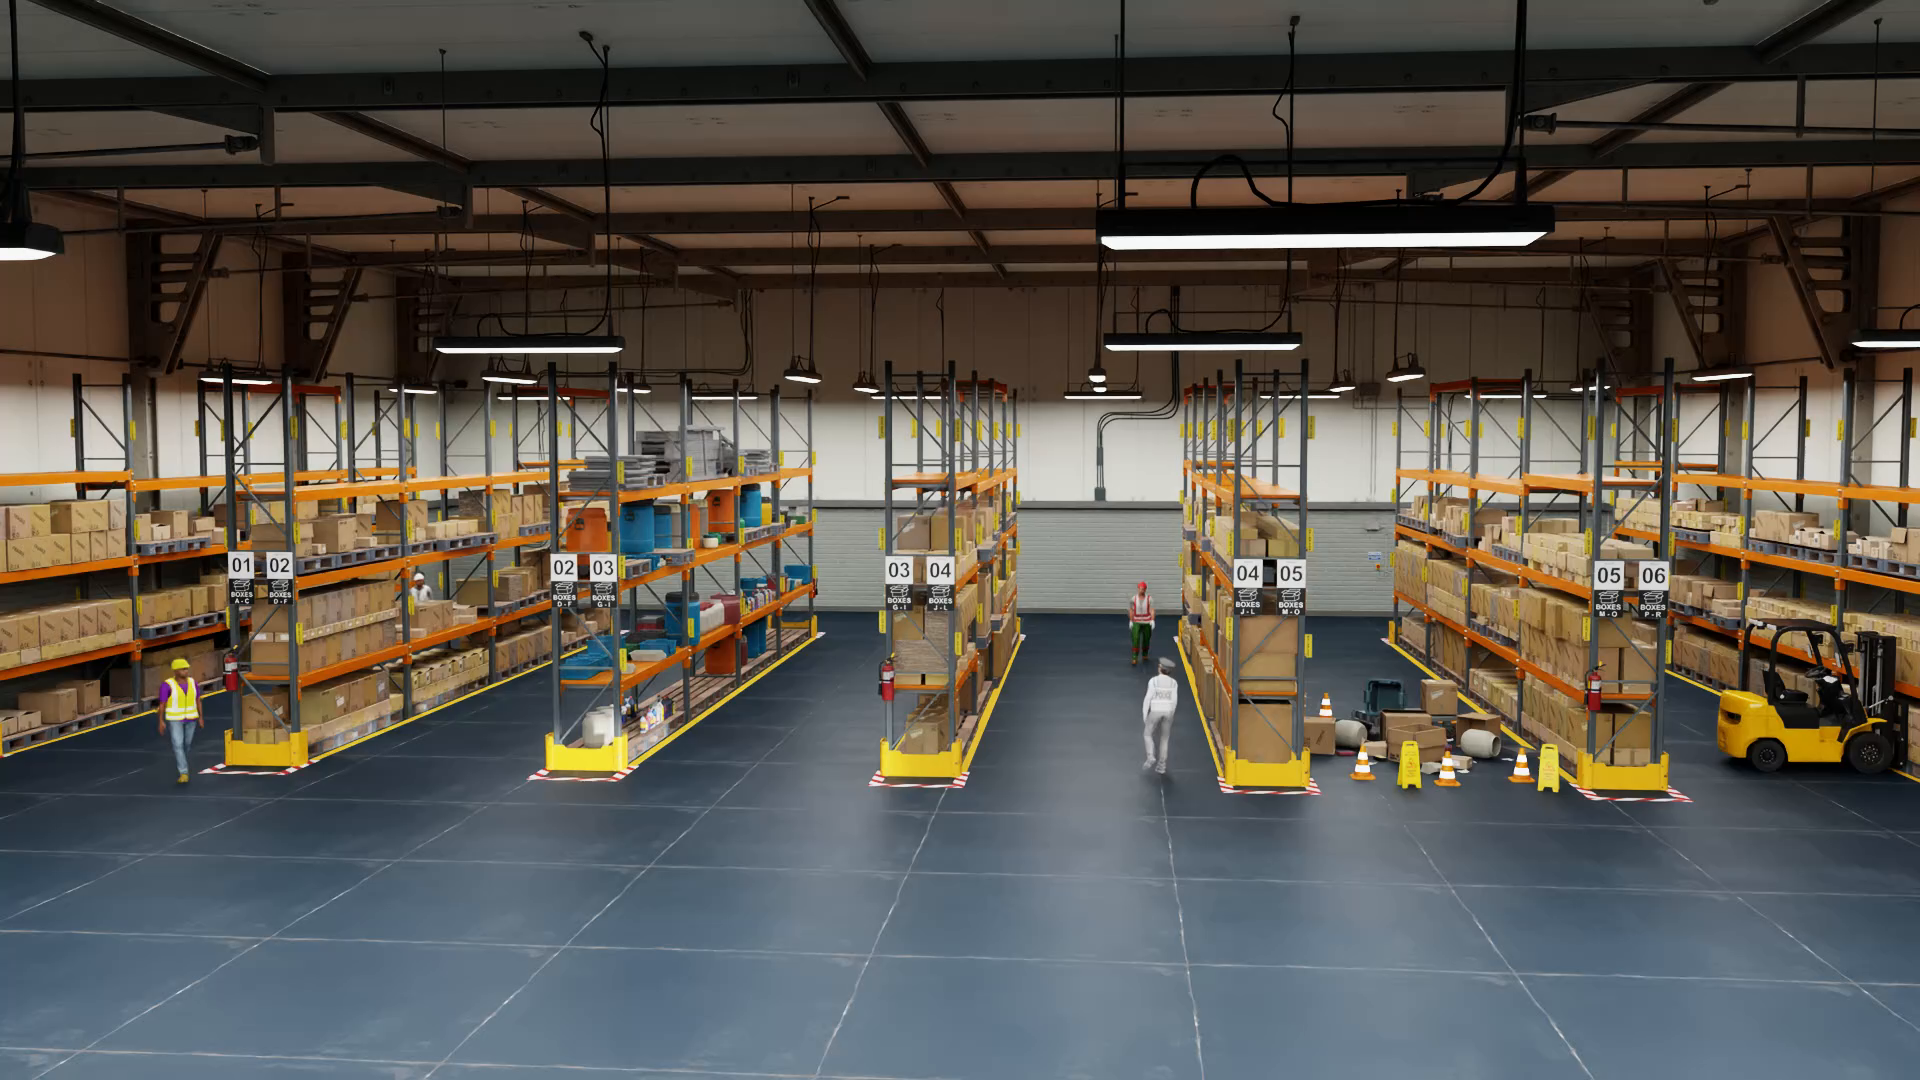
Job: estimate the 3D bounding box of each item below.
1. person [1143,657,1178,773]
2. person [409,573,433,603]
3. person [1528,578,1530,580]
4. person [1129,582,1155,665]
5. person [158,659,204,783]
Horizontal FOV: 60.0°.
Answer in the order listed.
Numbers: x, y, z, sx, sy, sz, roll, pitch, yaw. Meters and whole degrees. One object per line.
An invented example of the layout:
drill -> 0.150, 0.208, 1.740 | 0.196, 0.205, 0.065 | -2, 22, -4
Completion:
person -> 2.924, 2.560, 24.307 | 0.551, 1.672, 0.491 | 0, 4, -6
person -> -12.351, 1.621, 38.195 | 0.546, 1.733, 0.948 | 0, 4, 2
person -> 12.862, 1.628, 37.734 | 0.598, 1.790, 0.443 | -3, 5, -40
person -> 3.894, 1.765, 35.579 | 0.552, 1.719, 1.054 | 0, 4, 7
person -> -11.095, 2.553, 23.743 | 0.611, 1.704, 1.009 | -3, 5, -41
